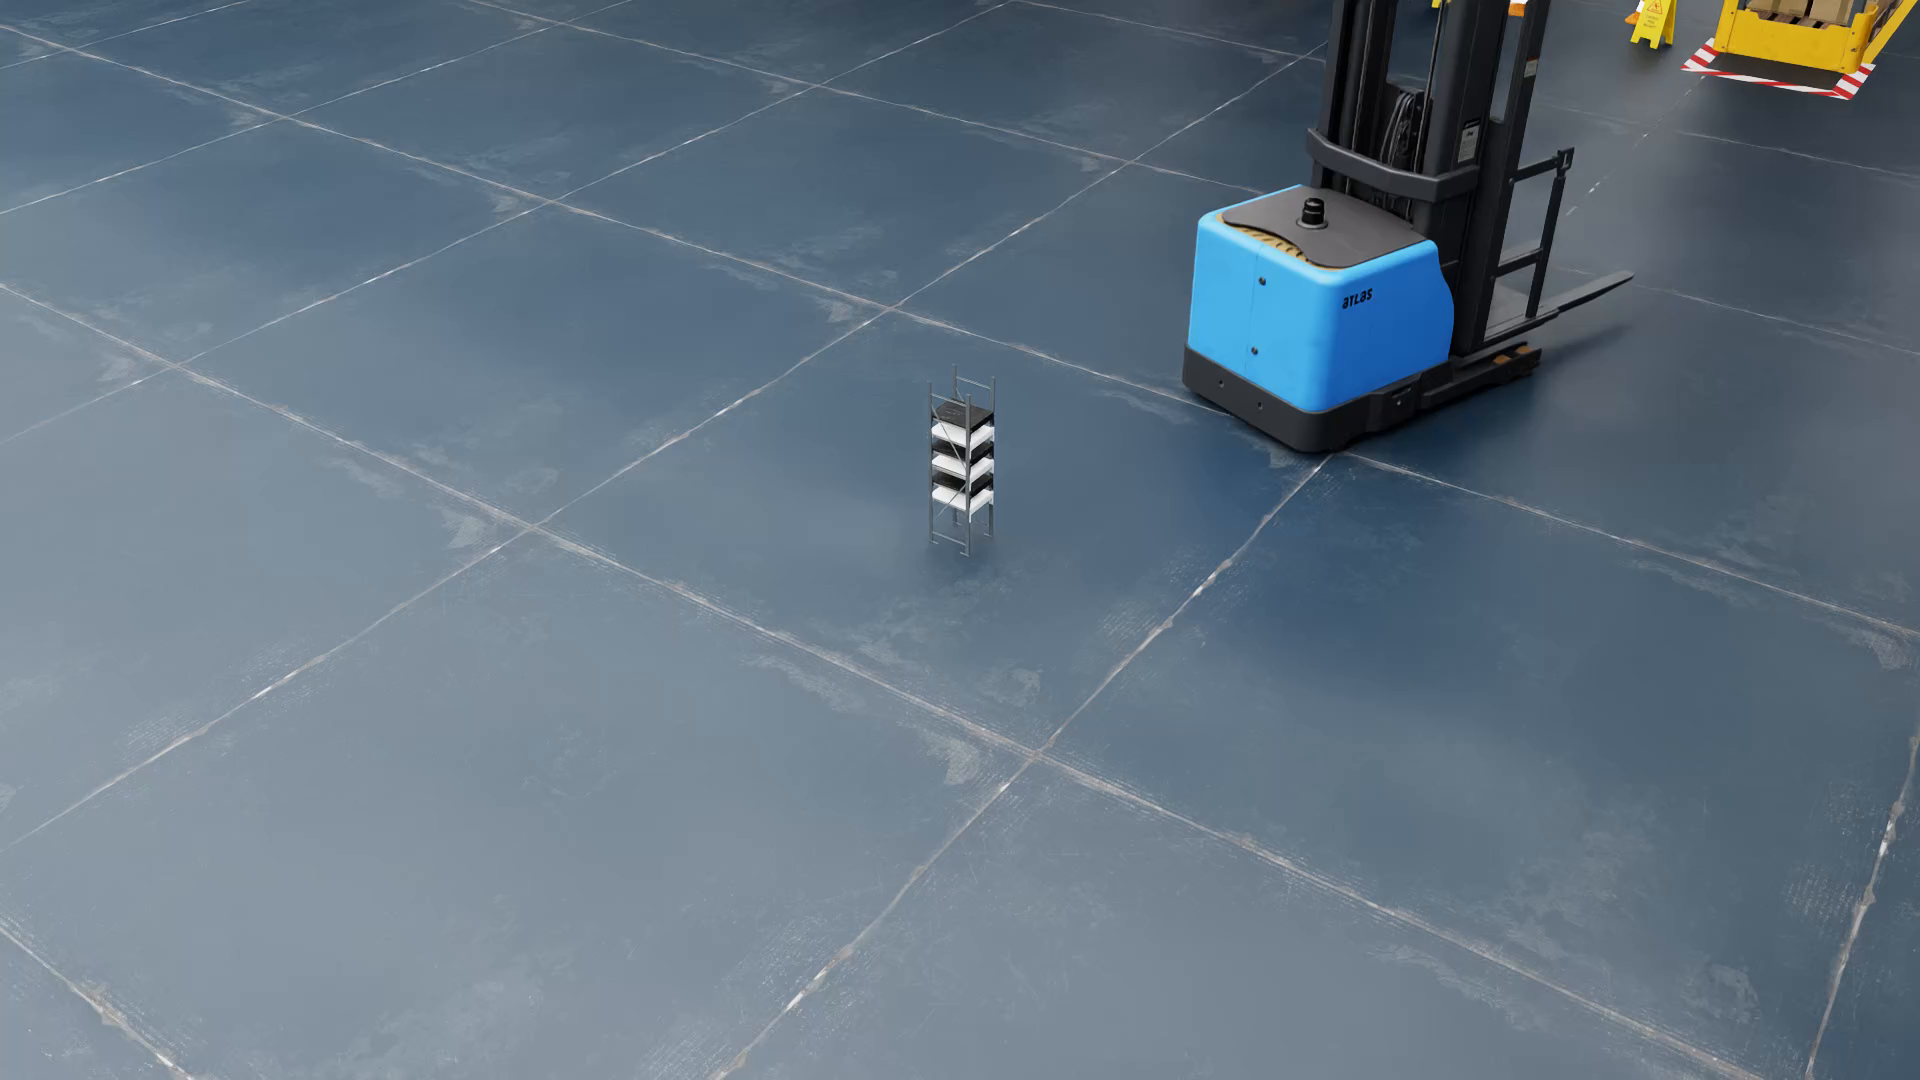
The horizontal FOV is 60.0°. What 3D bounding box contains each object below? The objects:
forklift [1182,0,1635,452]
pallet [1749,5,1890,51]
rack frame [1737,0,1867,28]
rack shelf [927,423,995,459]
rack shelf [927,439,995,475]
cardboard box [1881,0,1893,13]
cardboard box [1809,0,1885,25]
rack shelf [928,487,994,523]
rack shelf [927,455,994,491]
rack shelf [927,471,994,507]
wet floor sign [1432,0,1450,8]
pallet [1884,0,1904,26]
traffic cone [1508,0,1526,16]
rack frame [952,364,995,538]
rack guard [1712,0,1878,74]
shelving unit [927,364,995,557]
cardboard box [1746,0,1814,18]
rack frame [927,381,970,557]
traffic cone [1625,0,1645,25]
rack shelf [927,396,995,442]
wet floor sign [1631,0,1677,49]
[{"bbox_3d":[2.754,-2.328,9.076,3.031,2.935,1.130,-22,40,-29],"label":"forklift"},{"bbox_3d":[7.671,-4.651,14.939,1.003,0.211,1.213,21,39,28],"label":"pallet"},{"bbox_3d":[7.136,-5.408,13.570,1.000,3.000,0.127,21,39,28],"label":"rack frame"},{"bbox_3d":[0.005,-0.498,7.921,0.258,0.077,0.200,21,39,28],"label":"rack shelf"},{"bbox_3d":[0.005,-0.423,7.972,0.258,0.077,0.200,21,39,28],"label":"rack shelf"},{"bbox_3d":[8.120,-4.959,14.985,0.500,0.250,0.500,23,40,30],"label":"cardboard box"},{"bbox_3d":[7.823,-4.726,14.641,0.500,0.250,0.500,21,39,28],"label":"cardboard box"},{"bbox_3d":[0.005,-0.200,8.123,0.258,0.077,0.200,21,39,28],"label":"rack shelf"},{"bbox_3d":[0.005,-0.349,8.022,0.258,0.077,0.200,21,39,28],"label":"rack shelf"},{"bbox_3d":[0.005,-0.274,8.073,0.258,0.077,0.200,21,39,28],"label":"rack shelf"},{"bbox_3d":[4.622,-5.322,15.544,0.267,0.644,0.232,14,37,20],"label":"wet floor sign"},{"bbox_3d":[8.367,-5.210,15.766,1.003,0.211,1.213,21,39,28],"label":"pallet"},{"bbox_3d":[5.215,-5.166,15.476,0.336,0.463,0.334,21,39,28],"label":"traffic cone"},{"bbox_3d":[0.063,-0.423,8.073,0.240,0.900,0.006,21,39,28],"label":"rack frame"},{"bbox_3d":[7.179,-4.408,14.322,1.175,0.500,0.348,21,39,28],"label":"rack guard"},{"bbox_3d":[0.005,-0.376,8.003,0.258,0.900,0.210,21,39,28],"label":"shelving unit"},{"bbox_3d":[7.389,-4.912,14.916,0.500,0.250,0.500,21,39,28],"label":"cardboard box"},{"bbox_3d":[-0.053,-0.330,7.934,0.240,0.900,0.006,21,39,28],"label":"rack frame"},{"bbox_3d":[6.321,-4.968,15.183,0.336,0.463,0.334,21,39,28],"label":"traffic cone"},{"bbox_3d":[0.005,-0.573,7.871,0.258,0.077,0.200,21,39,28],"label":"rack shelf"},{"bbox_3d":[6.148,-4.688,14.606,0.232,0.644,0.267,-22,40,-29],"label":"wet floor sign"}]
